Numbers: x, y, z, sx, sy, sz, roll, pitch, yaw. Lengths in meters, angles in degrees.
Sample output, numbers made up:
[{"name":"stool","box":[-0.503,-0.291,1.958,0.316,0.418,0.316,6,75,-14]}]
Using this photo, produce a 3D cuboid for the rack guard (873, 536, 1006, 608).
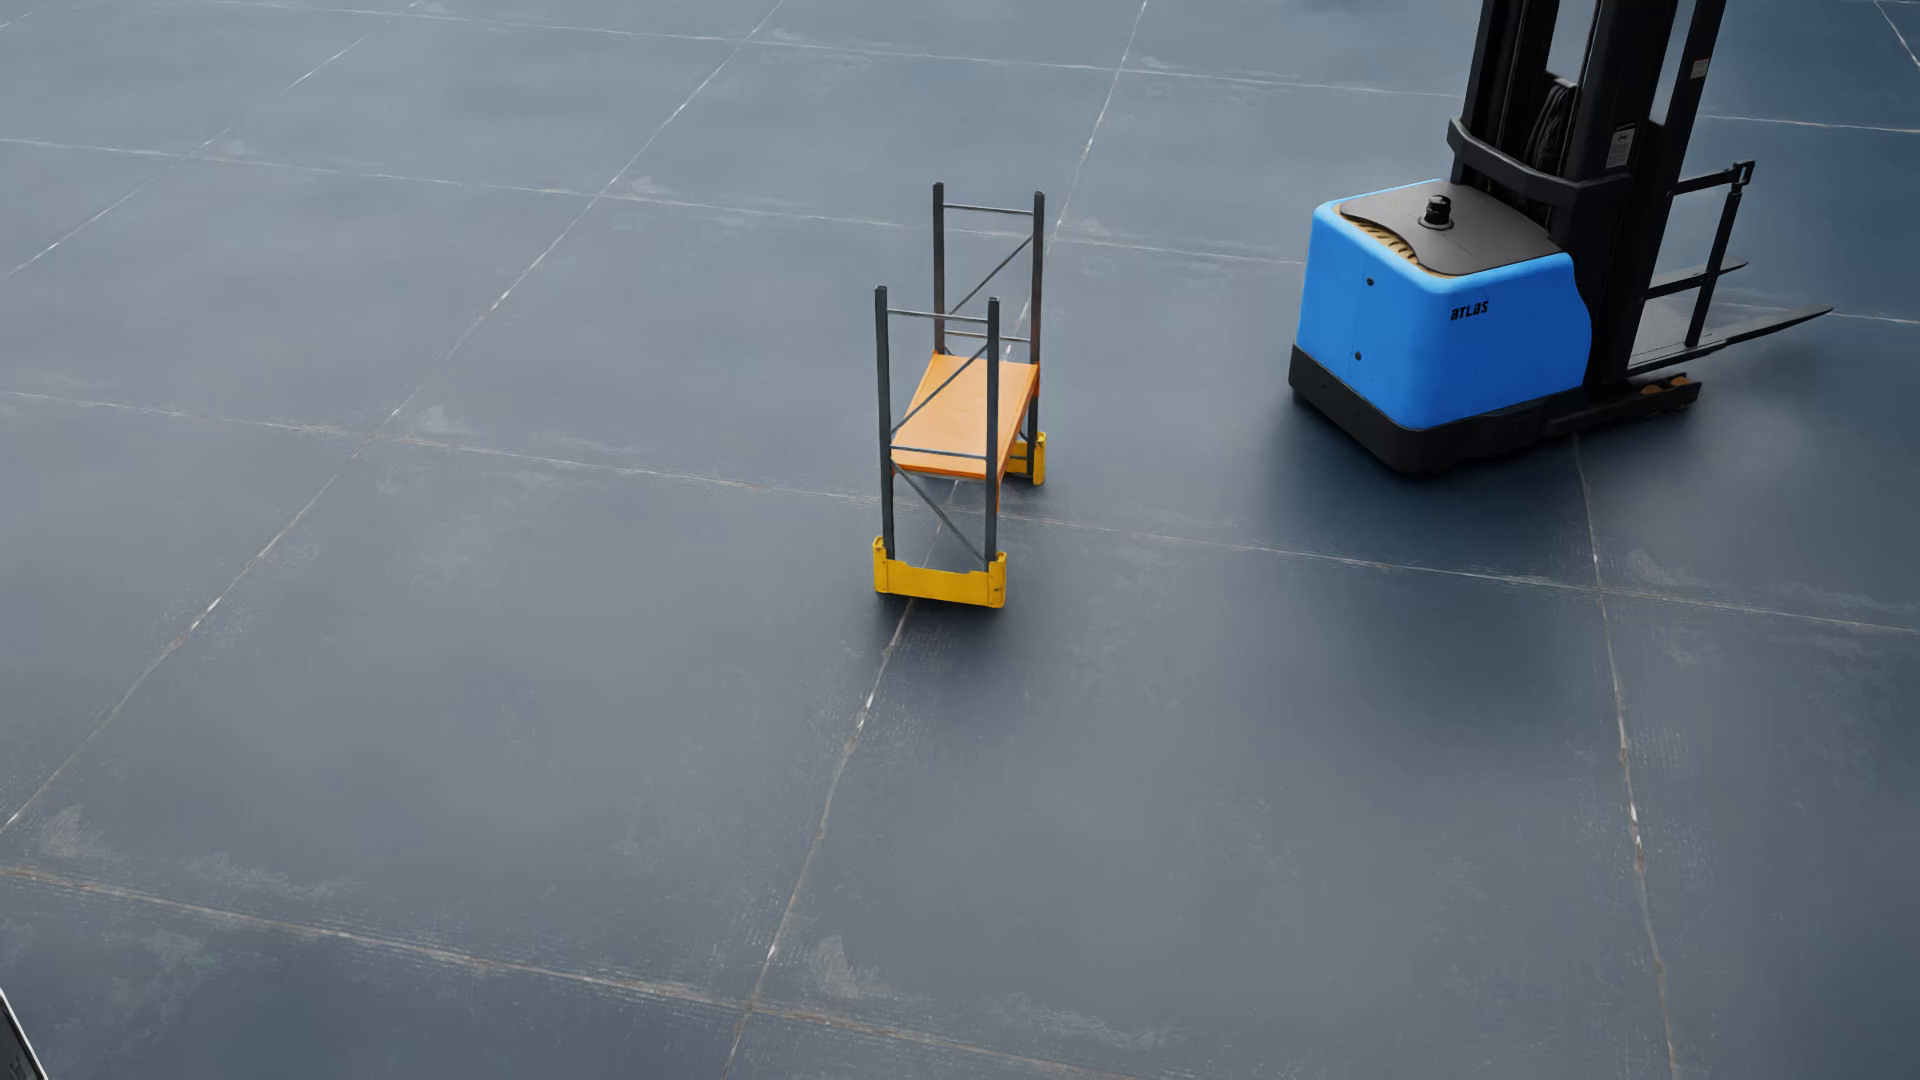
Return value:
[{"name":"rack guard","box":[-0.090,0.141,7.343,0.587,0.250,0.087,7,37,10]}]

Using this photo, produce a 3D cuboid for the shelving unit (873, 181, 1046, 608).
[{"name":"shelving unit","box":[0.016,-0.651,7.370,0.587,1.500,1.083,7,37,10]}]

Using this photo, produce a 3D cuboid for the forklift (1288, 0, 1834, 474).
[{"name":"forklift","box":[3.291,-2.087,8.132,3.031,2.935,1.130,-15,39,-20]}]

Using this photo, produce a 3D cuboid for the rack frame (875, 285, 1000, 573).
[{"name":"rack frame","box":[-0.090,-0.365,6.975,0.500,1.500,0.032,7,37,10]}]

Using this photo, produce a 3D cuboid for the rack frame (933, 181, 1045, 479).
[{"name":"rack frame","box":[0.127,-0.948,7.779,0.500,1.500,0.032,7,37,10]}]

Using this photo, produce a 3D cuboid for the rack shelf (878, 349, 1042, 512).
[{"name":"rack shelf","box":[0.018,-0.511,7.483,0.538,0.185,1.000,7,37,10]}]

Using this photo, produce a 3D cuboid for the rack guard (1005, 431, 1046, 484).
[{"name":"rack guard","box":[0.123,-0.430,8.131,0.587,0.250,0.087,7,37,10]}]
